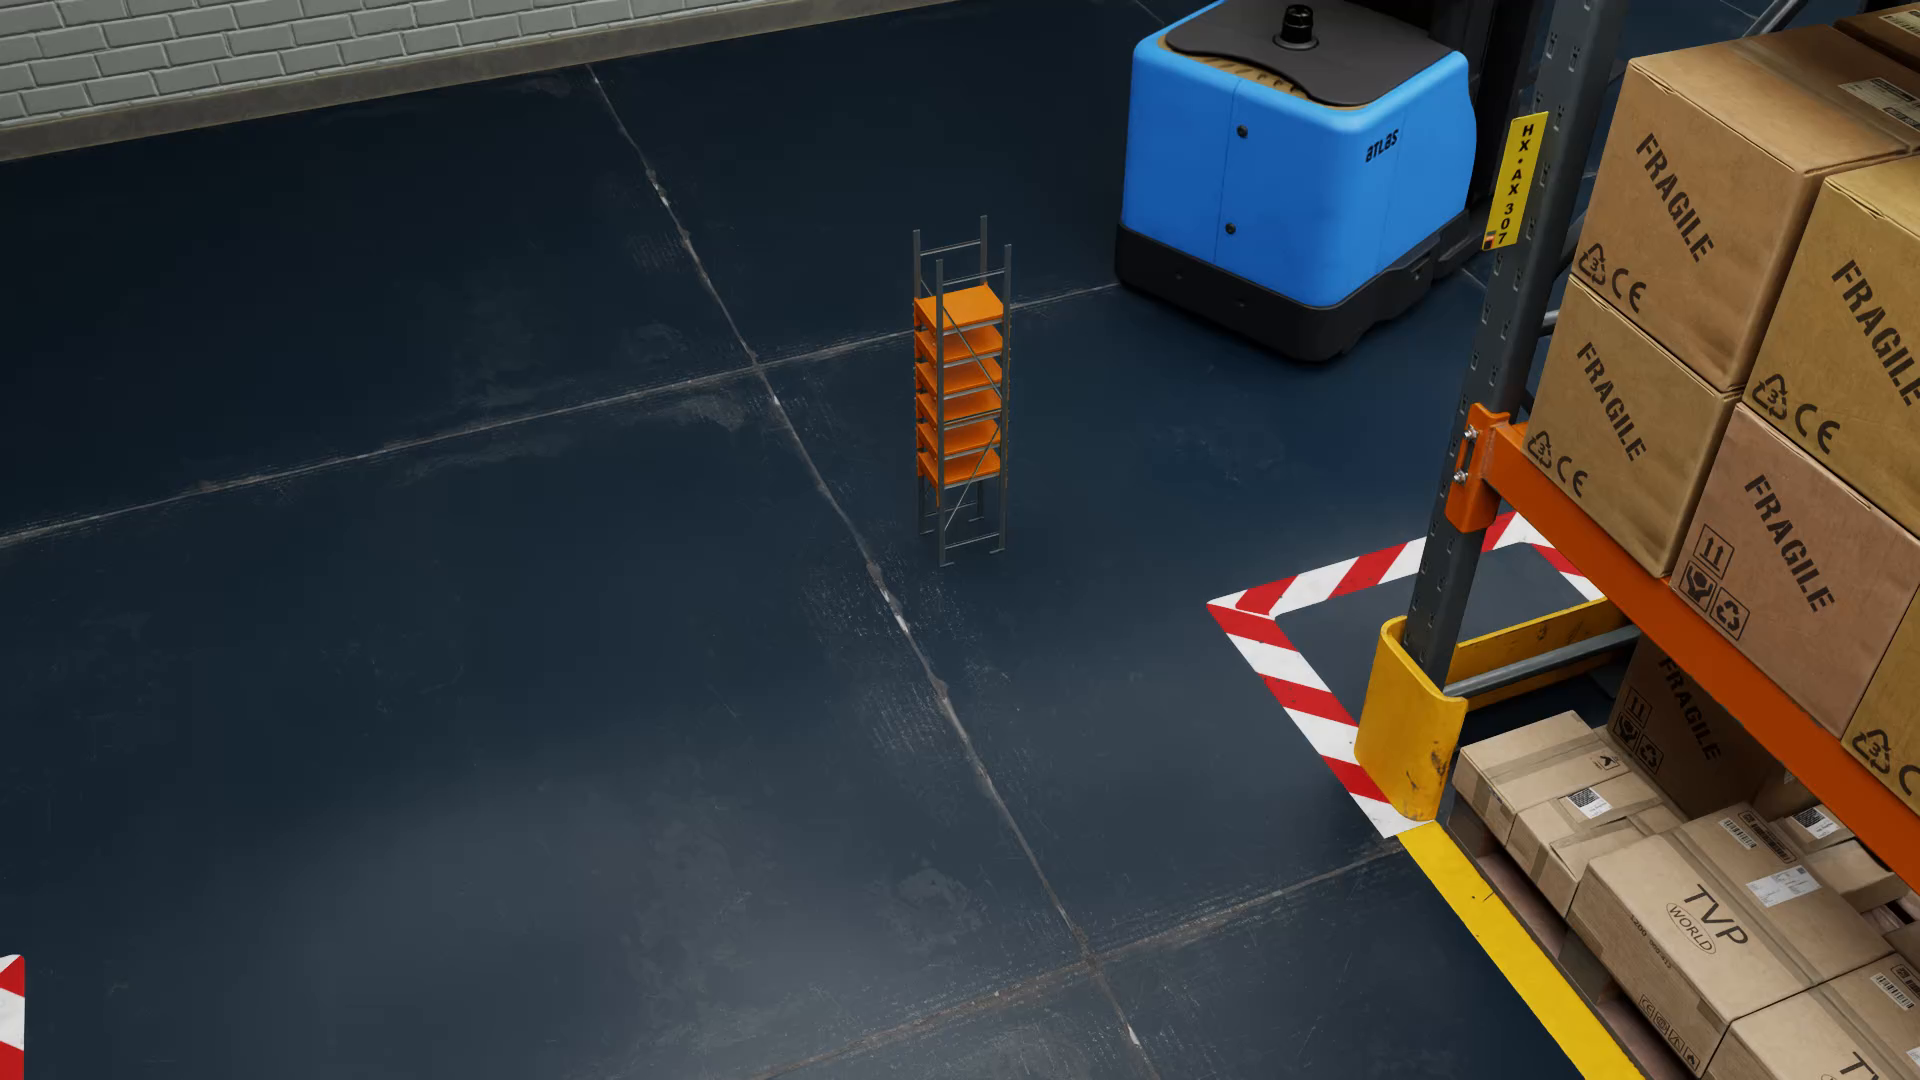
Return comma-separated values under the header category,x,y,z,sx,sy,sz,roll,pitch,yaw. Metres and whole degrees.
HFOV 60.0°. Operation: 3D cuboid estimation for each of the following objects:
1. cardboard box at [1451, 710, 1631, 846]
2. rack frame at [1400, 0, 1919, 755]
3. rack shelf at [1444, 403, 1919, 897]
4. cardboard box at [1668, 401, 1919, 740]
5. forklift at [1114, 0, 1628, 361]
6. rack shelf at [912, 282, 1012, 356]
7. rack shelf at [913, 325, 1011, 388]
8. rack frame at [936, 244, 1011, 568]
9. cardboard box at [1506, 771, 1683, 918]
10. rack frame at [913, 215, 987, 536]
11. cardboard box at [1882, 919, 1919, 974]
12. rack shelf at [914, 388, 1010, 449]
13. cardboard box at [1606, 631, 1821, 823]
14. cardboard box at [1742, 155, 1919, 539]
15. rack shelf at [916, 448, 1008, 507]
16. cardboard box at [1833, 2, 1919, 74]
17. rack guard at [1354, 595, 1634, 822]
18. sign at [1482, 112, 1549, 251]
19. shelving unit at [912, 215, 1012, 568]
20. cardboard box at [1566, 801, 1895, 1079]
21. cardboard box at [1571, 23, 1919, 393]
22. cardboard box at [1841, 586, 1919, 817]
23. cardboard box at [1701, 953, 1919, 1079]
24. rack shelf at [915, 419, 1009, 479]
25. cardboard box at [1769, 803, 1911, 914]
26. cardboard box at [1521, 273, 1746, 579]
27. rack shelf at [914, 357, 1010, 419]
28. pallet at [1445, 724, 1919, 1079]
category,x,y,z,sx,sy,sz,roll,pitch,yaw
cardboard box,1.584,0.647,4.546,0.380,0.149,0.250,-15,43,-17
rack frame,1.742,-0.605,4.153,1.000,3.000,0.127,-15,43,-17
rack shelf,2.507,0.873,2.987,1.077,0.370,4.000,-15,43,-17
cardboard box,1.870,0.000,3.373,0.500,0.500,0.500,-16,43,-17
forklift,2.004,-2.681,6.620,1.130,2.935,3.031,31,49,31
rack shelf,0.006,-0.685,5.143,0.258,0.103,0.180,-15,43,-17
rack shelf,0.006,-0.594,5.221,0.258,0.103,0.180,-15,43,-17
rack frame,0.041,-0.391,5.285,0.240,1.200,0.006,-15,43,-17
cardboard box,1.680,0.791,4.365,0.380,0.166,0.250,-15,43,-17
rack frame,-0.029,-0.501,5.413,0.240,1.200,0.006,-15,43,-17
cardboard box,2.513,1.117,3.922,0.500,0.250,0.500,-15,43,-17
rack shelf,0.006,-0.413,5.378,0.258,0.103,0.180,-15,43,-17
cardboard box,2.177,0.442,4.515,0.500,0.500,0.500,-15,43,-17
cardboard box,1.875,-0.376,3.043,0.500,0.500,0.500,-15,43,-16
rack shelf,0.006,-0.231,5.534,0.258,0.103,0.180,-15,43,-17
cardboard box,2.166,-0.823,3.562,0.500,0.500,0.500,-15,43,-17
rack guard,1.771,0.388,4.915,1.175,0.500,0.348,-15,43,-17
sign,1.240,-0.798,3.713,0.100,0.325,0.005,-15,43,-17
shelving unit,0.006,-0.446,5.349,0.258,1.200,0.189,-15,43,-17
cardboard box,1.879,0.970,4.093,0.500,0.250,0.500,-15,43,-17
cardboard box,1.668,-0.689,3.407,0.500,0.500,0.500,-14,43,-16
cardboard box,2.059,0.303,3.021,0.500,0.500,0.500,-15,43,-17
cardboard box,2.070,1.271,3.742,0.500,0.250,0.500,-15,43,-17
rack shelf,0.006,-0.322,5.456,0.258,0.103,0.180,-15,43,-17
cardboard box,2.249,0.835,4.314,0.380,0.166,0.250,-15,43,-17
cardboard box,1.668,-0.310,3.733,0.500,0.500,0.500,-14,43,-16
rack shelf,0.006,-0.504,5.299,0.258,0.103,0.180,-15,43,-17
pallet,2.077,0.978,4.451,1.003,0.211,1.213,-15,43,-17
